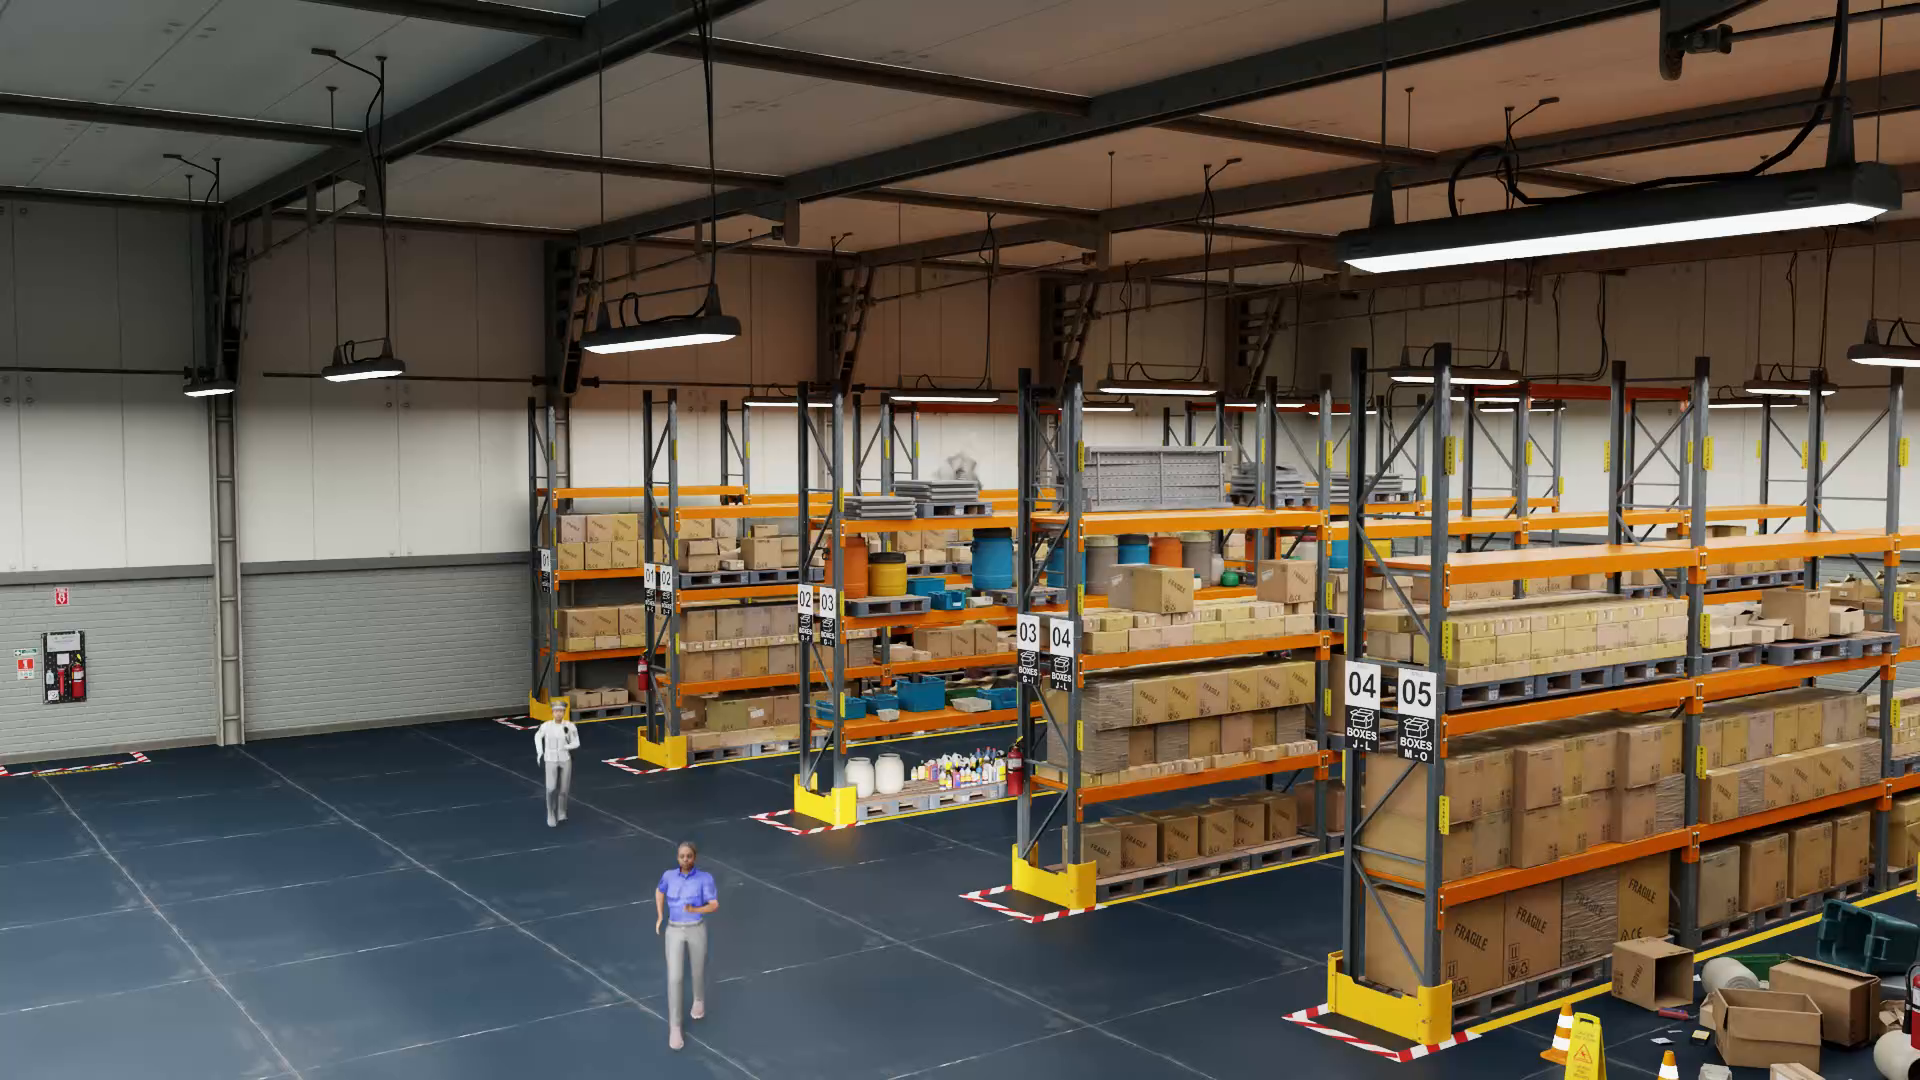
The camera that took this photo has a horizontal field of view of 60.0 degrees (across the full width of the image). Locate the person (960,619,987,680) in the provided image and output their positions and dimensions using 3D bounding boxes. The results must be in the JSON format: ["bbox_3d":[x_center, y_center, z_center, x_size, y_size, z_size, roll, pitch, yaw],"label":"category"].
[{"bbox_3d":[0.200,2.105,33.180,0.690,1.763,0.556,-3,5,-43],"label":"person"}]

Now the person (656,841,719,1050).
[{"bbox_3d":[-2.382,3.464,14.496,0.561,1.684,0.860,0,3,-5],"label":"person"}]

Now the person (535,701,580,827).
[{"bbox_3d":[-5.403,3.000,22.337,0.583,1.700,0.678,-1,3,-15],"label":"person"}]
